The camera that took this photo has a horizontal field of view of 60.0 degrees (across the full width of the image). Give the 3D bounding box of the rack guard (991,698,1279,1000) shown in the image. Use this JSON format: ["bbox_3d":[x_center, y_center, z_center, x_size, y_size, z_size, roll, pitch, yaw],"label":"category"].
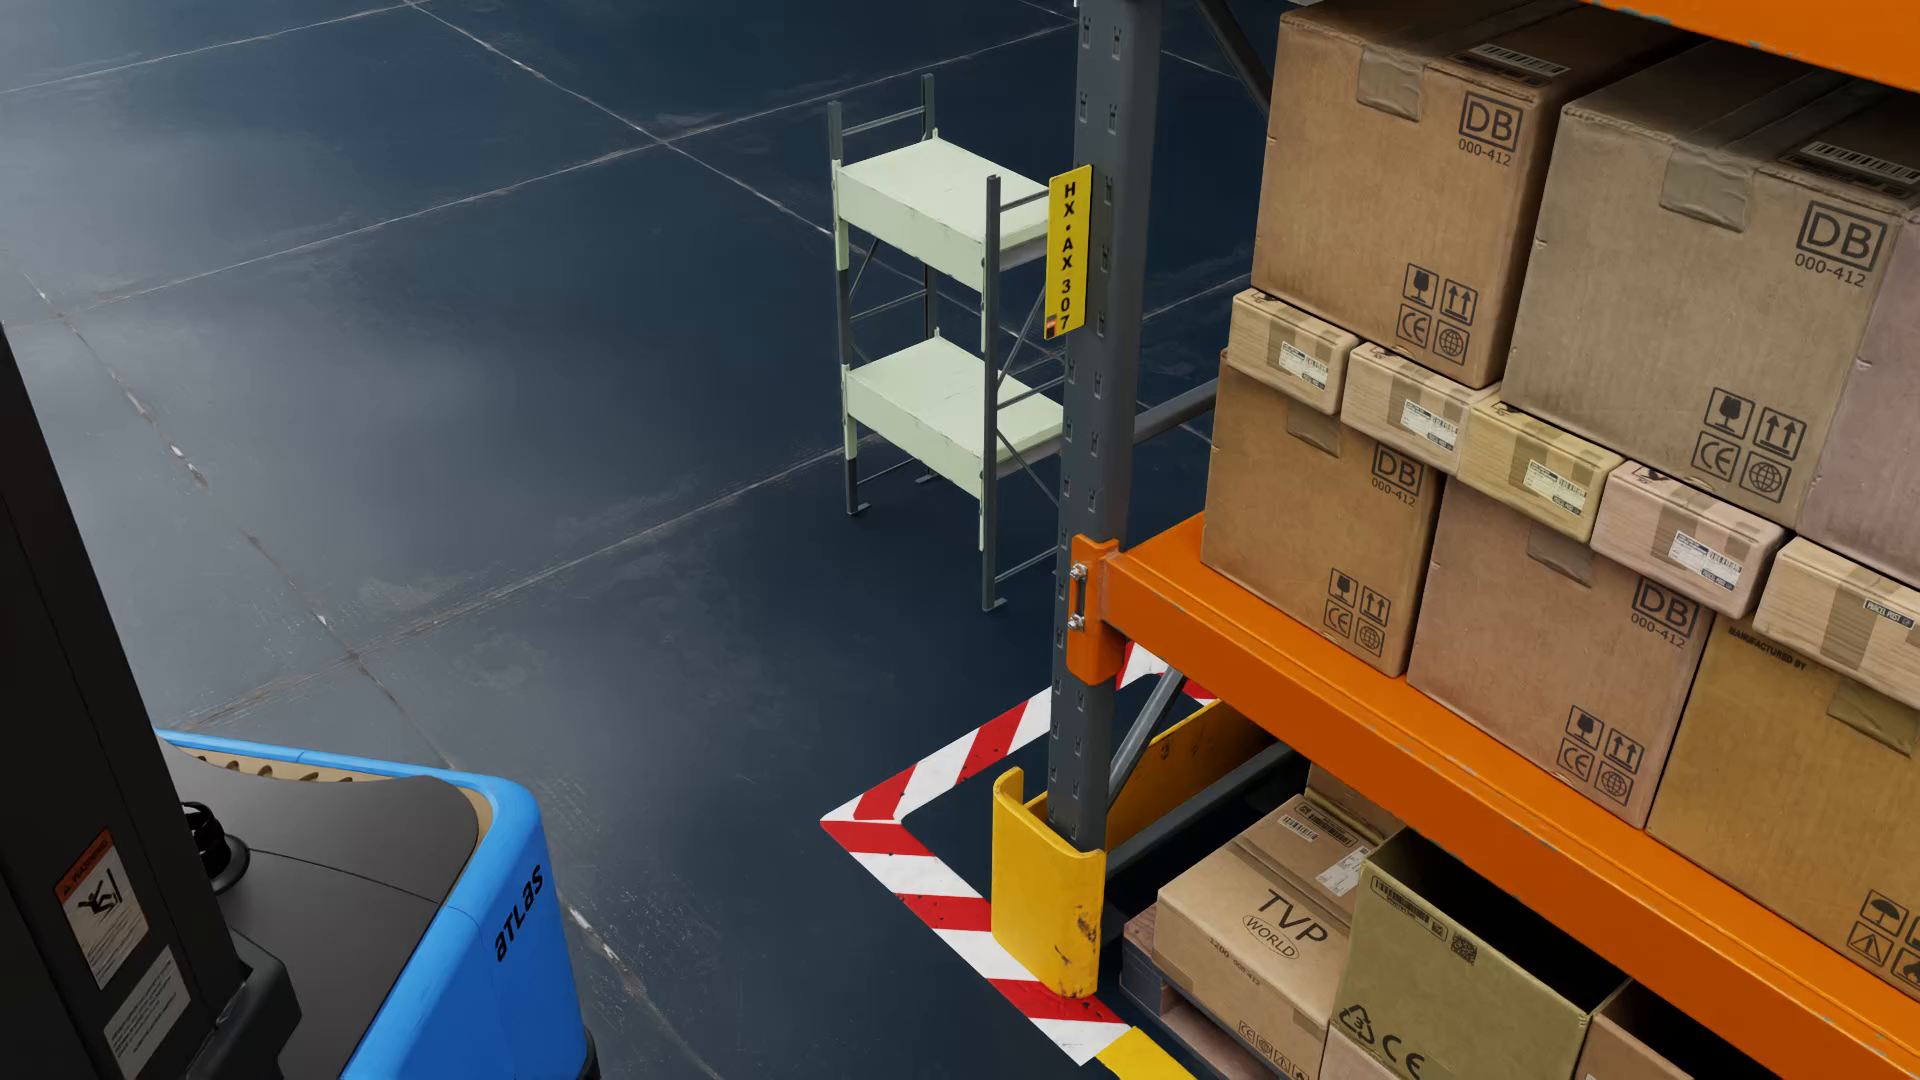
[{"bbox_3d":[0.612,0.661,4.384,1.175,0.500,0.348,-26,43,-32],"label":"rack guard"}]

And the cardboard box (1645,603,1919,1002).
[{"bbox_3d":[1.577,0.273,2.683,0.700,0.500,0.500,-26,43,-31],"label":"cardboard box"}]

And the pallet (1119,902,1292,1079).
[{"bbox_3d":[1.153,1.111,3.998,1.003,0.211,1.213,-26,43,-32],"label":"pallet"}]

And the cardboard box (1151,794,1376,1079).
[{"bbox_3d":[0.803,0.922,3.869,0.500,0.250,0.500,-26,43,-32],"label":"cardboard box"}]

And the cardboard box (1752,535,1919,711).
[{"bbox_3d":[1.383,0.054,2.430,0.380,0.149,0.250,-28,44,-33],"label":"cardboard box"}]

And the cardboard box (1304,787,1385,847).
[{"bbox_3d":[1.199,0.729,4.142,0.500,0.250,0.500,-26,43,-32],"label":"cardboard box"}]

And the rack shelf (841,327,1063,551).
[{"bbox_3d":[-0.004,-0.349,5.509,0.431,0.370,0.720,-26,43,-32],"label":"rack shelf"}]

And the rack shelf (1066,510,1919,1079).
[{"bbox_3d":[1.918,0.828,2.608,1.077,0.370,4.000,-26,43,-32],"label":"rack shelf"}]

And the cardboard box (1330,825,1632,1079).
[{"bbox_3d":[1.127,0.836,3.342,0.500,0.500,0.500,-26,43,-32],"label":"cardboard box"}]

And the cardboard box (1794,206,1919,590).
[{"bbox_3d":[1.622,-0.232,2.274,0.700,0.500,0.500,-26,43,-32],"label":"cardboard box"}]

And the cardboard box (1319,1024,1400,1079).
[{"bbox_3d":[1.129,1.141,3.559,0.500,0.250,0.500,-26,43,-32],"label":"cardboard box"}]

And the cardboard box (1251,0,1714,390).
[{"bbox_3d":[0.953,-0.685,2.912,0.700,0.500,0.500,-26,43,-32],"label":"cardboard box"}]

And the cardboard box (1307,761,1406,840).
[{"bbox_3d":[1.201,0.422,3.926,0.500,0.500,0.500,-26,43,-32],"label":"cardboard box"}]

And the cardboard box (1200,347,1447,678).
[{"bbox_3d":[0.919,-0.179,3.320,0.700,0.500,0.500,-26,43,-32],"label":"cardboard box"}]

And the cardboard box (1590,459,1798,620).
[{"bbox_3d":[1.209,-0.062,2.595,0.380,0.149,0.250,-27,43,-32],"label":"cardboard box"}]

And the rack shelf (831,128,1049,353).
[{"bbox_3d":[-0.004,-0.933,5.095,0.431,0.370,0.720,-26,43,-32],"label":"rack shelf"}]

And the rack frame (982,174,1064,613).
[{"bbox_3d":[0.232,-0.453,5.093,0.400,1.500,0.023,-26,43,-32],"label":"rack frame"}]

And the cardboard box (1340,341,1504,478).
[{"bbox_3d":[0.888,-0.285,2.910,0.380,0.149,0.250,-27,43,-33],"label":"cardboard box"}]

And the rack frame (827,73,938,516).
[{"bbox_3d":[-0.241,-0.777,5.549,0.400,1.500,0.023,-26,43,-32],"label":"rack frame"}]

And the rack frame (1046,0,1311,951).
[{"bbox_3d":[0.627,-0.349,3.647,1.000,3.000,0.127,-26,43,-32],"label":"rack frame"}]

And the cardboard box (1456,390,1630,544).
[{"bbox_3d":[1.048,-0.174,2.753,0.380,0.149,0.250,-26,43,-32],"label":"cardboard box"}]

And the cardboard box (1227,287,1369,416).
[{"bbox_3d":[0.716,-0.401,3.073,0.380,0.149,0.250,-26,43,-32],"label":"cardboard box"}]

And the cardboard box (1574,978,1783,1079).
[{"bbox_3d":[1.460,1.052,3.037,0.500,0.500,0.500,-26,43,-32],"label":"cardboard box"}]

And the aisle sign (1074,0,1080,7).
[{"bbox_3d":[0.351,-1.324,2.775,0.394,0.787,0.004,-26,43,-32],"label":"aisle sign"}]

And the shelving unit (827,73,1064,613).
[{"bbox_3d":[-0.004,-0.615,5.321,0.431,1.500,0.755,-26,43,-32],"label":"shelving unit"}]

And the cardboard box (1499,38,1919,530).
[{"bbox_3d":[1.296,-0.455,2.587,0.700,0.500,0.500,-27,43,-33],"label":"cardboard box"}]

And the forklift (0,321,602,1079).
[{"bbox_3d":[-1.586,0.932,1.898,1.130,2.935,3.031,6,36,9],"label":"forklift"}]

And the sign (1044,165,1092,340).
[{"bbox_3d":[0.199,-0.530,3.085,0.100,0.325,0.005,-26,43,-32],"label":"sign"}]

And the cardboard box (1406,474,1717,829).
[{"bbox_3d":[1.261,0.051,2.996,0.700,0.500,0.500,-25,42,-31],"label":"cardboard box"}]
